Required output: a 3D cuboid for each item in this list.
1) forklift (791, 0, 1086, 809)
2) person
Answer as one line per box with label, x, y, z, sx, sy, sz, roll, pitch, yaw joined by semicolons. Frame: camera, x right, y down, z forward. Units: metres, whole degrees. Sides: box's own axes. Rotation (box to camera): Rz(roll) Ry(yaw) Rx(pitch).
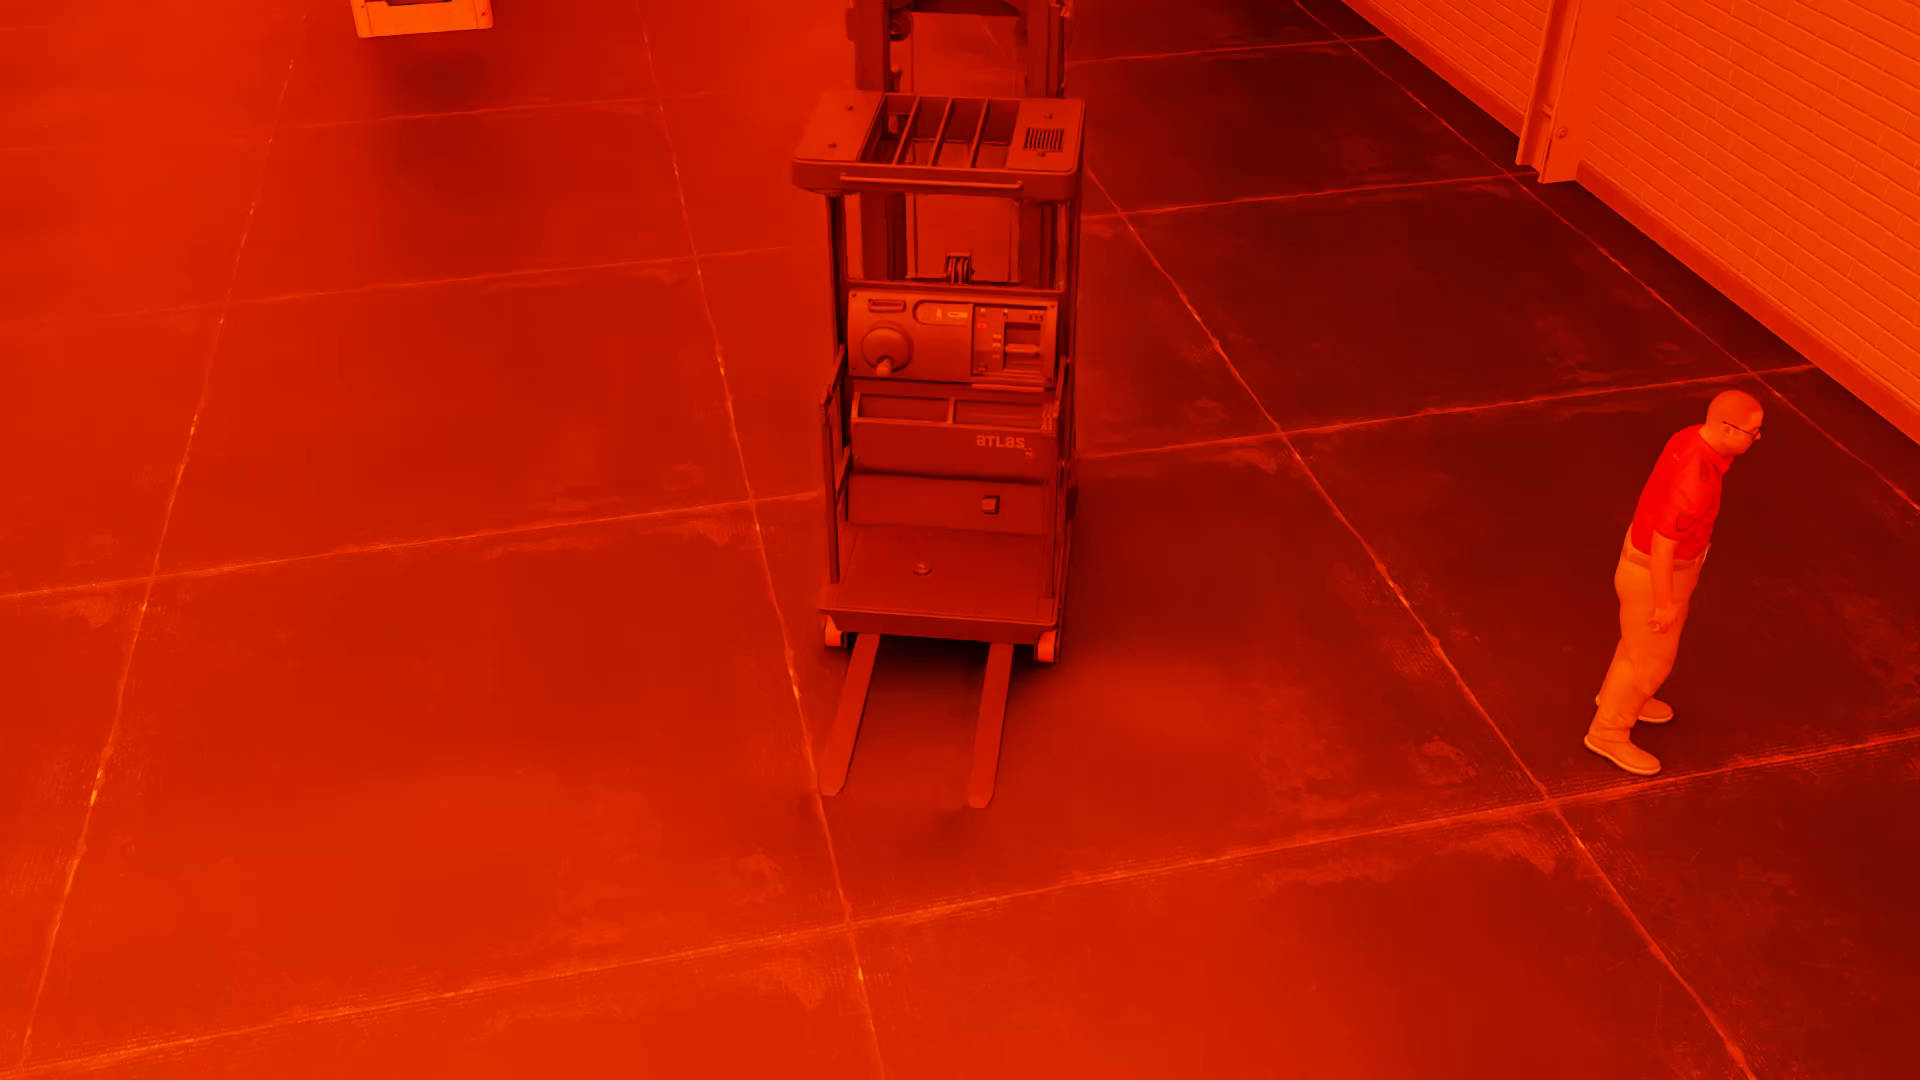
forklift;-0.057;-0.831;7.206;1.130;2.935;3.031;4;36;5
person;2.938;0.135;6.894;0.396;1.726;0.585;16;39;21
